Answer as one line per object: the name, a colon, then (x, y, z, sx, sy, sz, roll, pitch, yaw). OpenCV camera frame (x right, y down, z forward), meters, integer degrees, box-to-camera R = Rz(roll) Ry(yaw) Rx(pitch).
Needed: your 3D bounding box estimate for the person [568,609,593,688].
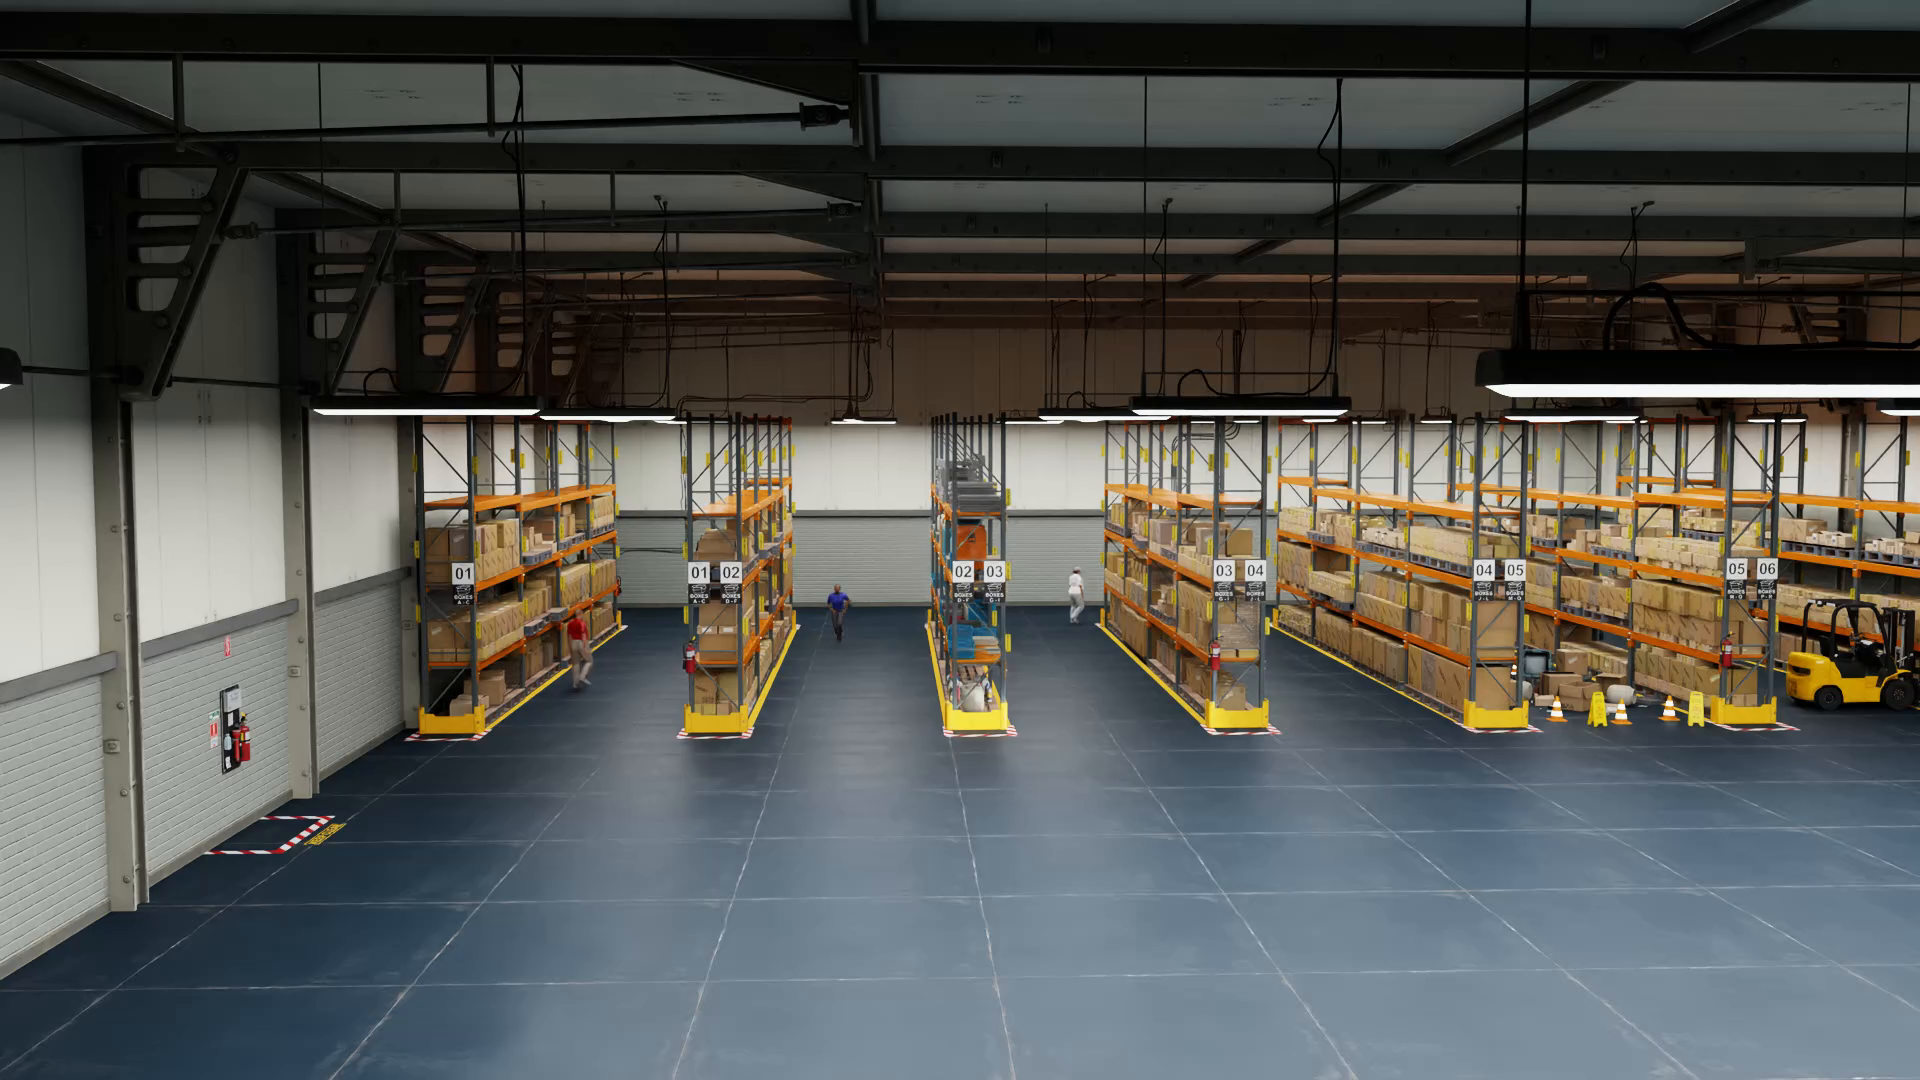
person: (-8.353, 2.419, 36.453, 0.589, 1.626, 0.477, 1, 4, 13)

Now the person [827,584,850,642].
person: (-3.223, 1.991, 44.069, 0.563, 1.475, 0.733, 1, 4, 8)

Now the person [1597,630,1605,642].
person: (16.943, 1.920, 44.092, 0.420, 1.589, 0.485, -2, 4, -24)

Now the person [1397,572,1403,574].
person: (11.993, 1.753, 45.370, 0.566, 1.780, 0.423, -3, 5, -36)

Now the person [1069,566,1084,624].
person: (3.348, 1.598, 48.354, 0.585, 1.657, 0.567, -3, 5, -37)
